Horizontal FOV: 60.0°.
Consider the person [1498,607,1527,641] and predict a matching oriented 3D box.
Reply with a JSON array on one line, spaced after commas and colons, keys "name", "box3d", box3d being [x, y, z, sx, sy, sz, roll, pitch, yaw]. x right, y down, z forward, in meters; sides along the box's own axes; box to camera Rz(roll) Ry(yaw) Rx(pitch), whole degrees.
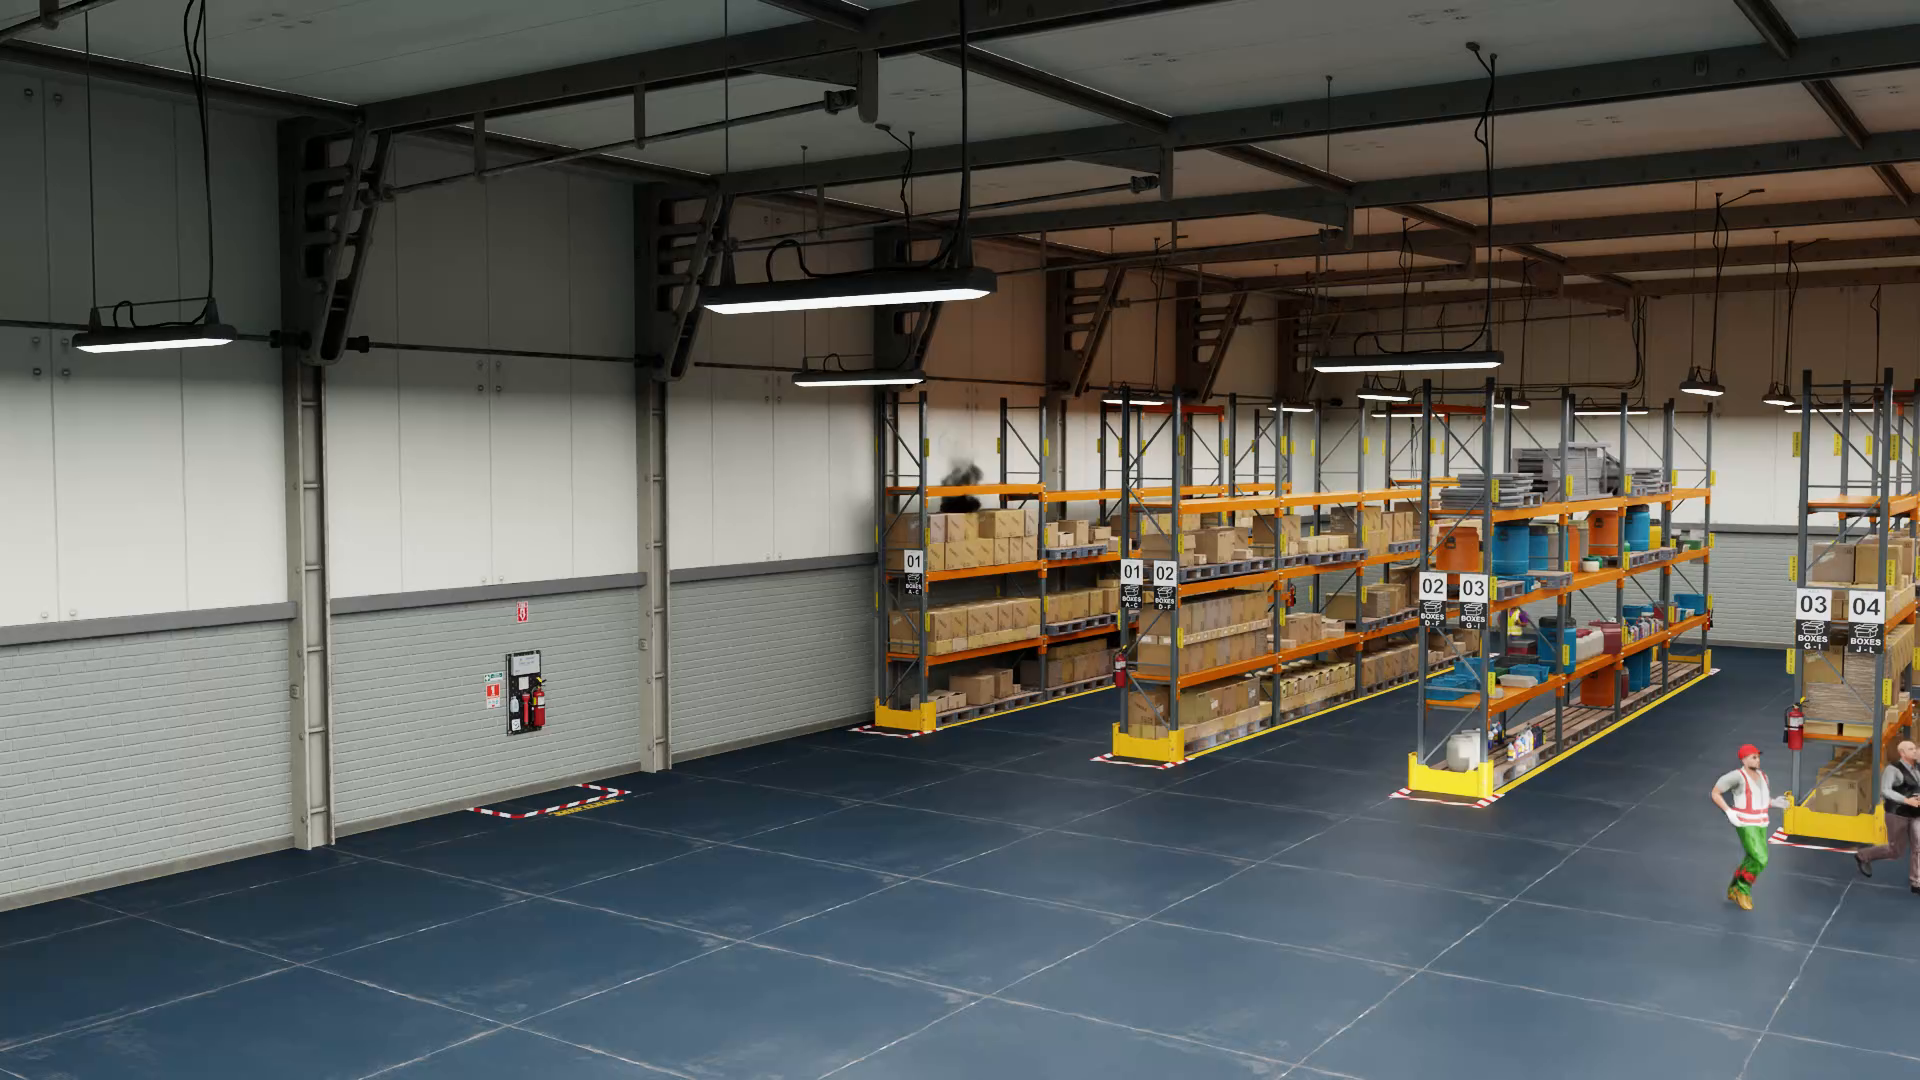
[{"name": "person", "box3d": [12.049, 2.111, 36.370, 0.675, 1.804, 0.689, 2, 4, 28]}]

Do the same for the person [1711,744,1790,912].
[{"name": "person", "box3d": [8.584, 3.116, 17.987, 0.637, 1.796, 0.655, -2, 4, -27]}]

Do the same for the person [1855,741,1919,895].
[{"name": "person", "box3d": [10.626, 3.111, 18.765, 0.670, 1.726, 0.904, -1, 3, -19]}]
